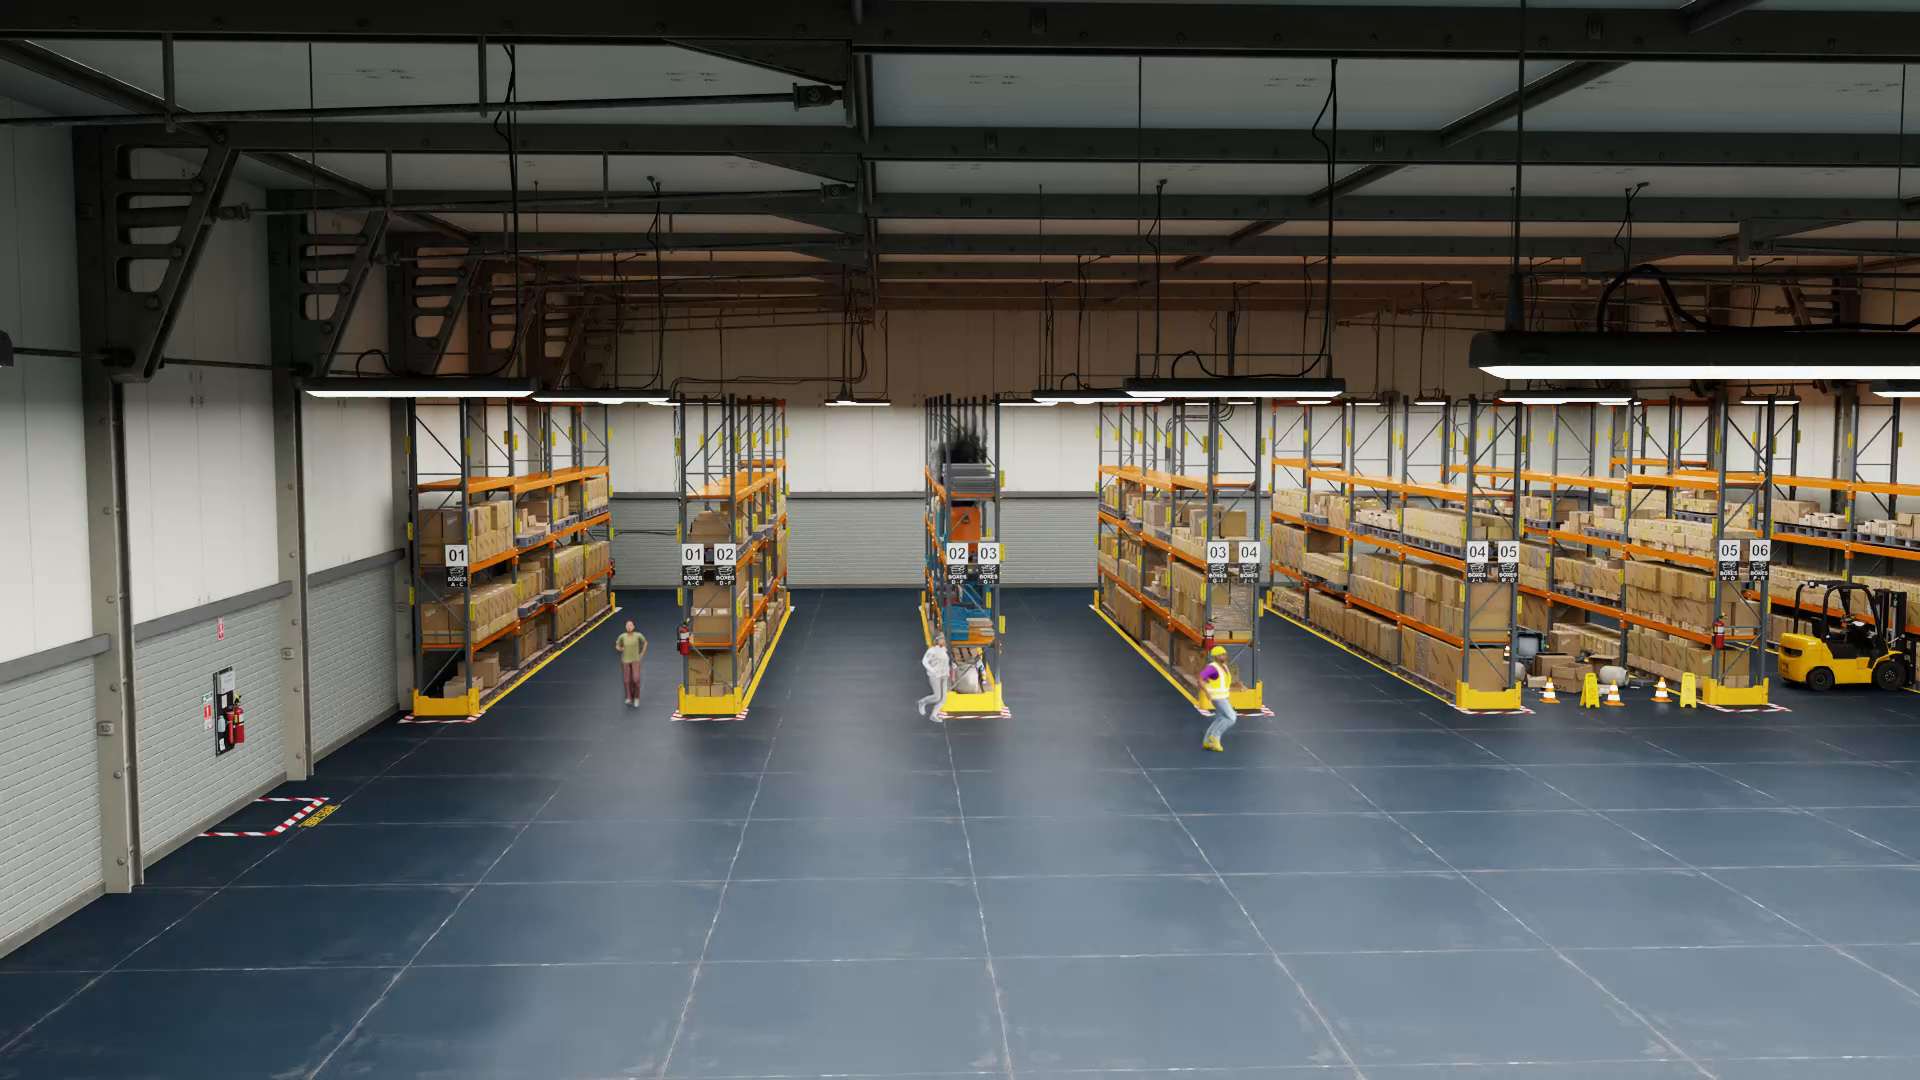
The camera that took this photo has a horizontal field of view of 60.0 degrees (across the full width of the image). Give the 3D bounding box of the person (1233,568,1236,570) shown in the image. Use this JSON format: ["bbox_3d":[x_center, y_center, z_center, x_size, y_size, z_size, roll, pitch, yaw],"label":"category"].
[{"bbox_3d":[7.542,1.141,47.742,0.708,1.626,0.554,3,6,37],"label":"person"}]

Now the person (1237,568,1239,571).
[{"bbox_3d":[8.424,1.054,48.807,0.745,1.634,0.714,-3,5,-32],"label":"person"}]

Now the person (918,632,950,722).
[{"bbox_3d":[-0.437,2.493,30.563,0.521,1.647,0.638,4,6,44],"label":"person"}]

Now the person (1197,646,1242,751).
[{"bbox_3d":[4.371,2.644,27.789,0.668,1.734,0.687,2,5,27],"label":"person"}]

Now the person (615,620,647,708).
[{"bbox_3d":[-6.314,2.370,31.915,0.590,1.696,0.613,0,5,-5],"label":"person"}]
